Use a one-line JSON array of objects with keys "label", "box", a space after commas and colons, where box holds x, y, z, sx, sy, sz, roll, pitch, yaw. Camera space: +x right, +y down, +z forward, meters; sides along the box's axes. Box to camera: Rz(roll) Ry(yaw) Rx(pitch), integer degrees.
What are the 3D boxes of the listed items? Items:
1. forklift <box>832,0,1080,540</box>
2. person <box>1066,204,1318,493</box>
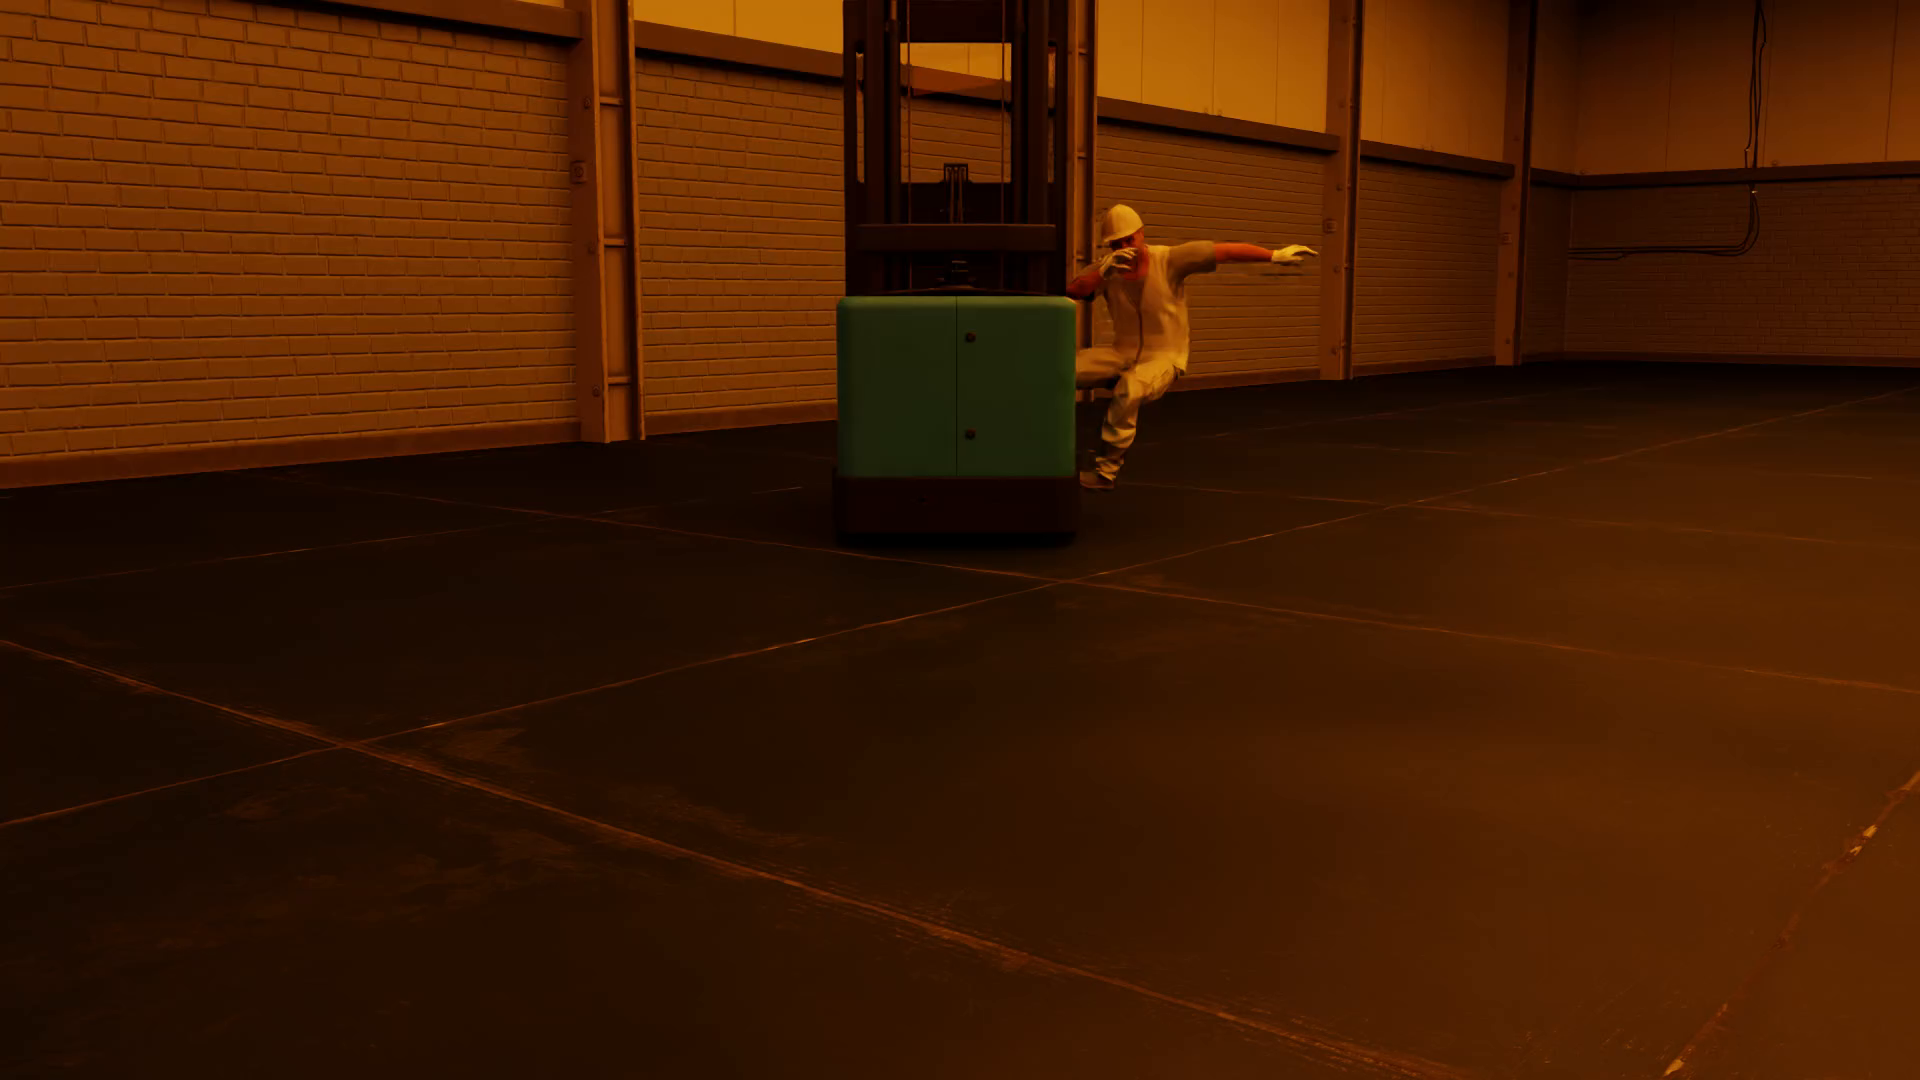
[{"label": "forklift", "box": [-0.022, -1.627, 8.400, 1.130, 2.935, 3.031, 0, 8, 0]}, {"label": "person", "box": [0.972, -0.936, 8.168, 1.415, 1.404, 0.737, 4, 9, 26]}]
